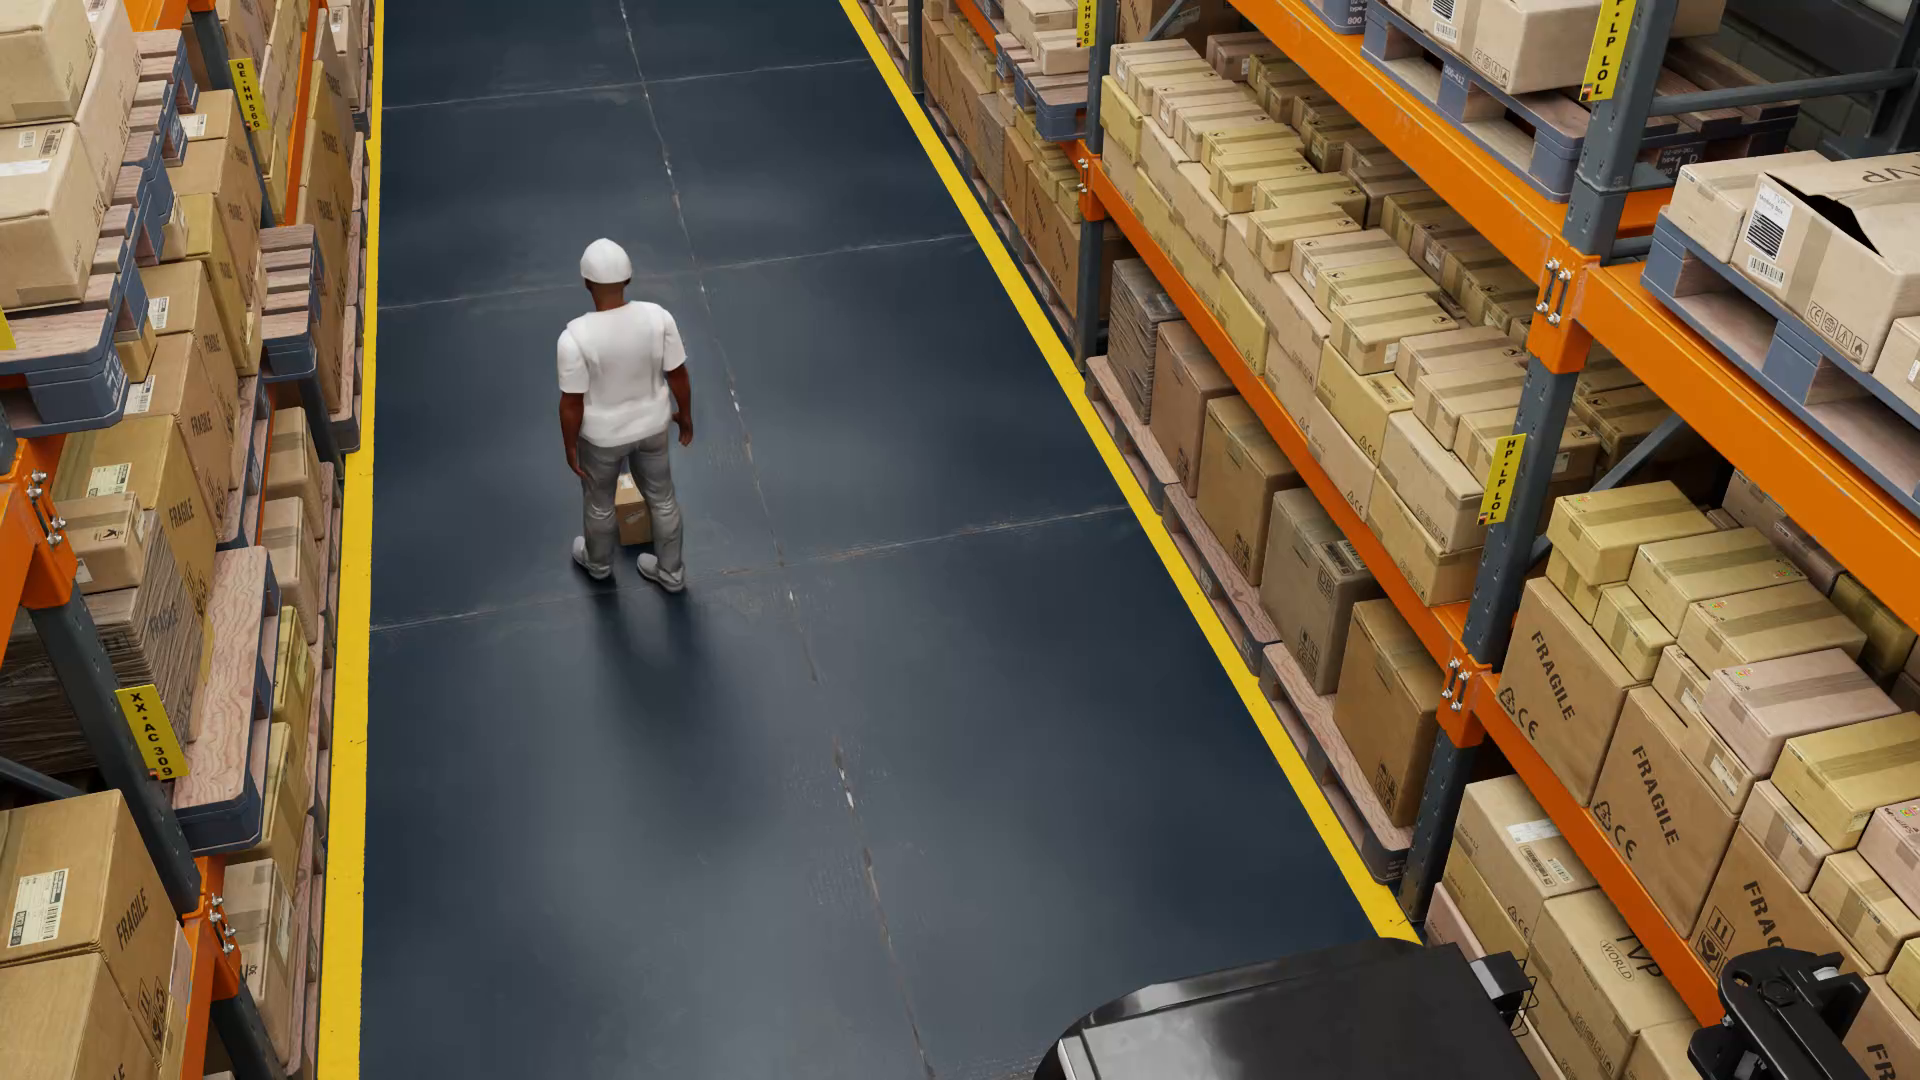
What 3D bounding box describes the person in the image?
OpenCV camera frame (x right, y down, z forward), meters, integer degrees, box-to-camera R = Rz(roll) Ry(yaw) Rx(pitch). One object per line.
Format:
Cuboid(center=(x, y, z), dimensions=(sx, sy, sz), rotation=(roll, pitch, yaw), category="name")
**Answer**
Cuboid(center=(-1.526, -0.566, 7.411), dimensions=(0.588, 1.768, 0.585), rotation=(-19, 42, -23), category="person")
